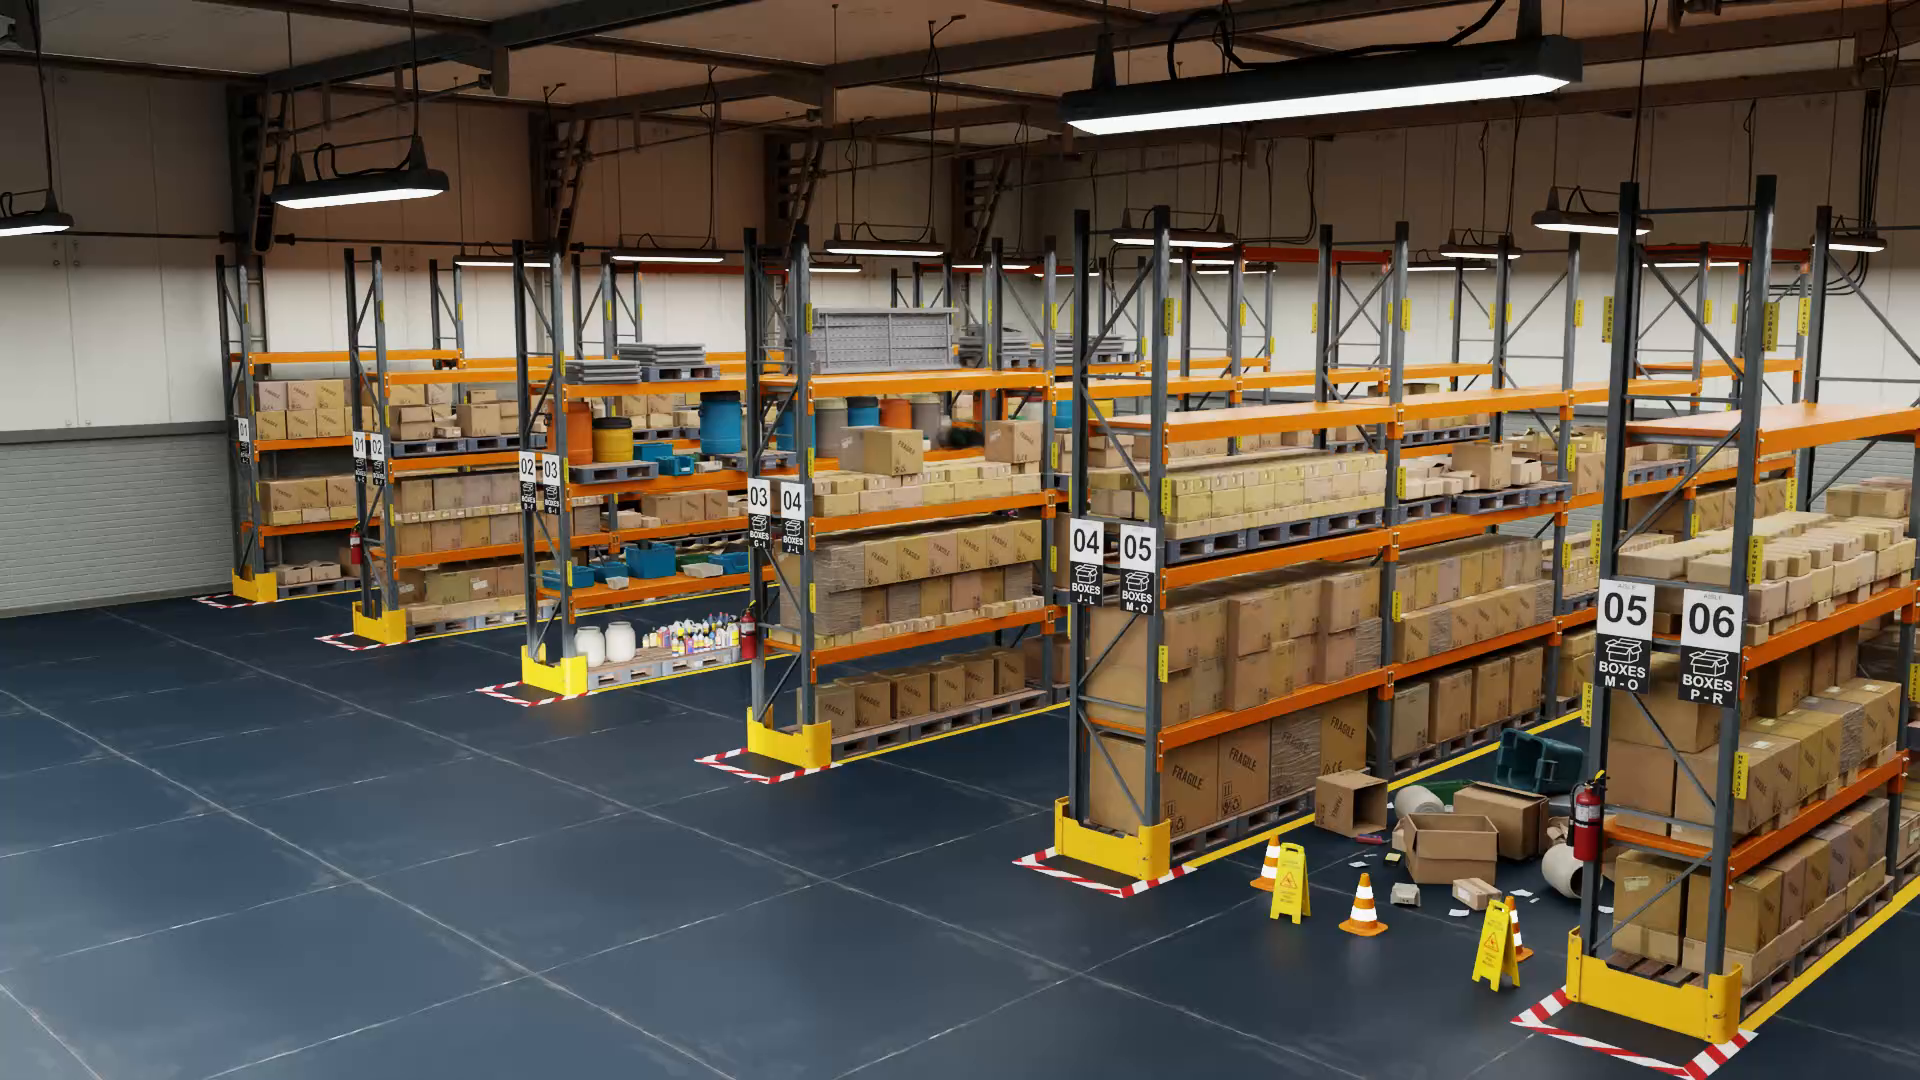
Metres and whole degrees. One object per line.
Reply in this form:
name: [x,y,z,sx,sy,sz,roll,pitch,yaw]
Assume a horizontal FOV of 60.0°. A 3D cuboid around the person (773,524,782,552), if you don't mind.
person: [-3.008,-0.065,28.942,0.669,1.721,0.711,4,9,28]
